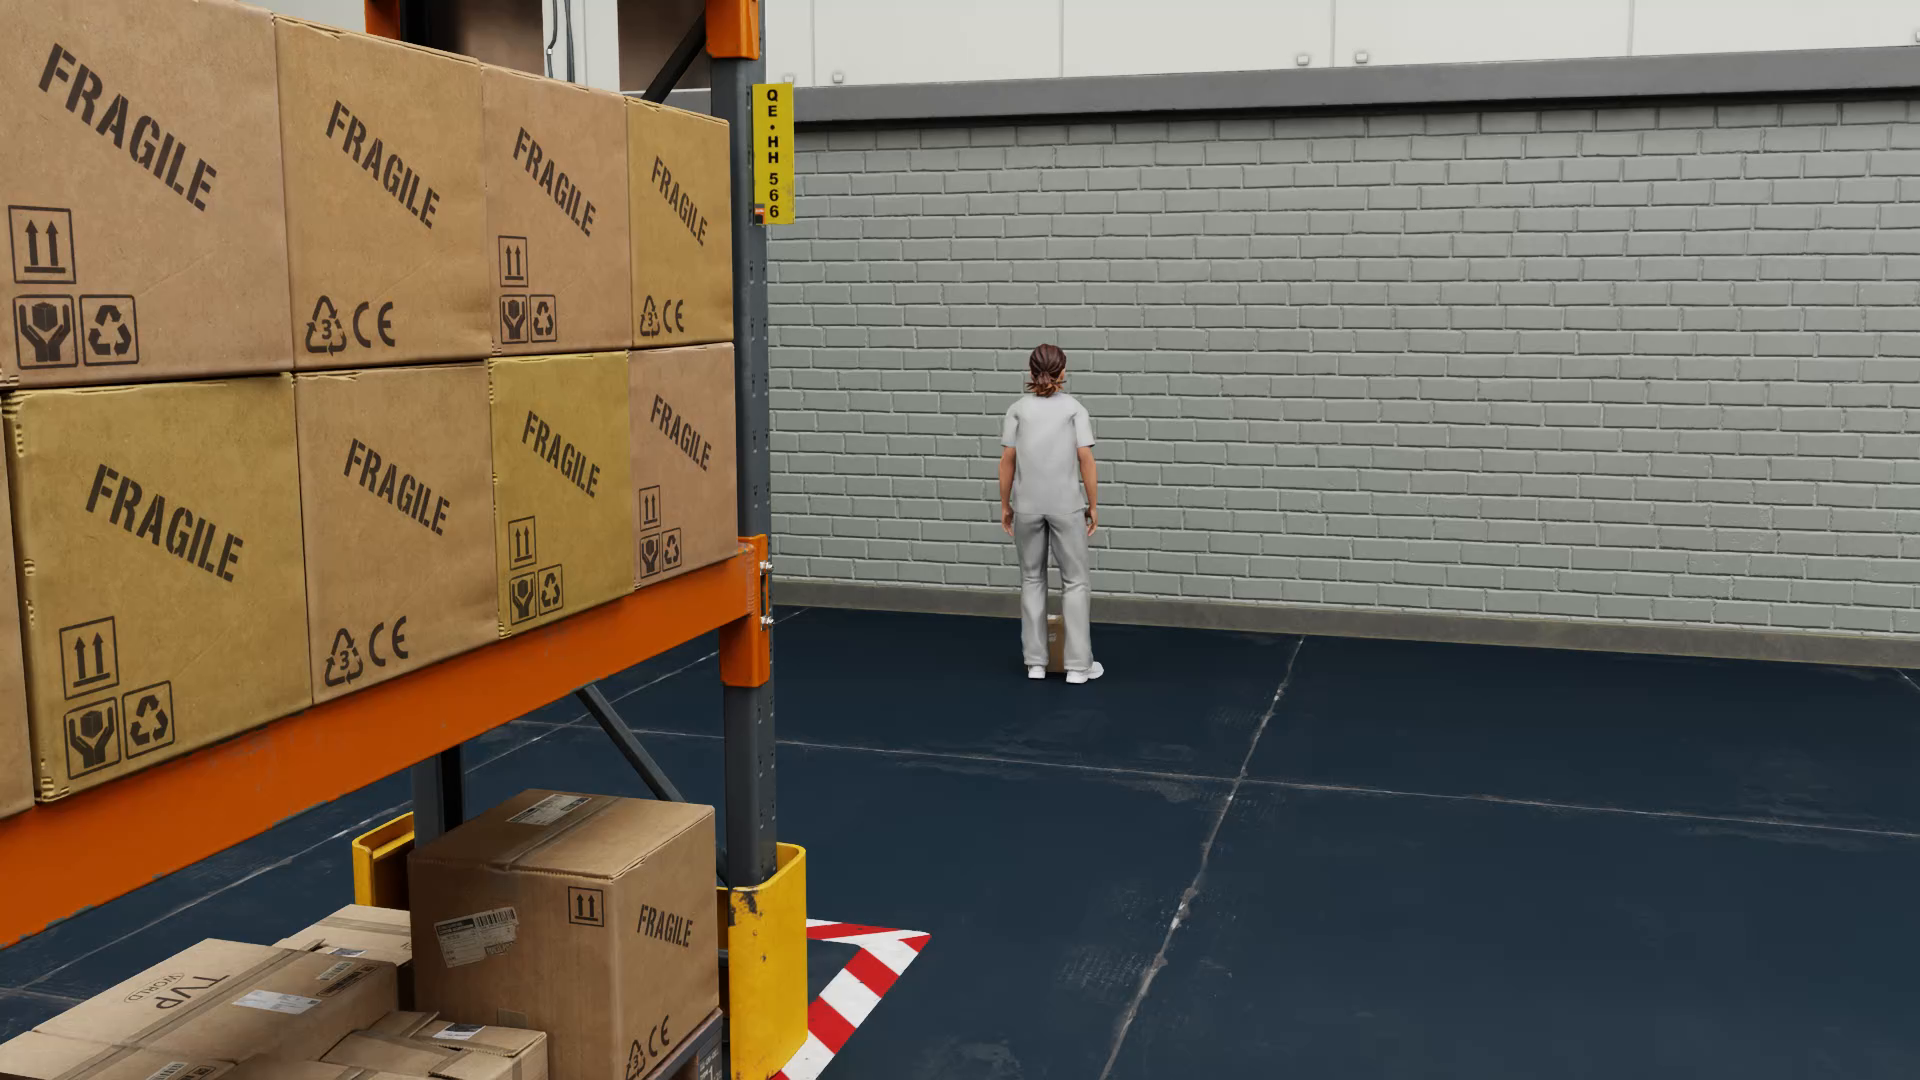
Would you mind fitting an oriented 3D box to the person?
[{"bbox_3d":[0.455,-0.135,8.273,0.514,1.668,0.415,2,9,13],"label":"person"}]
